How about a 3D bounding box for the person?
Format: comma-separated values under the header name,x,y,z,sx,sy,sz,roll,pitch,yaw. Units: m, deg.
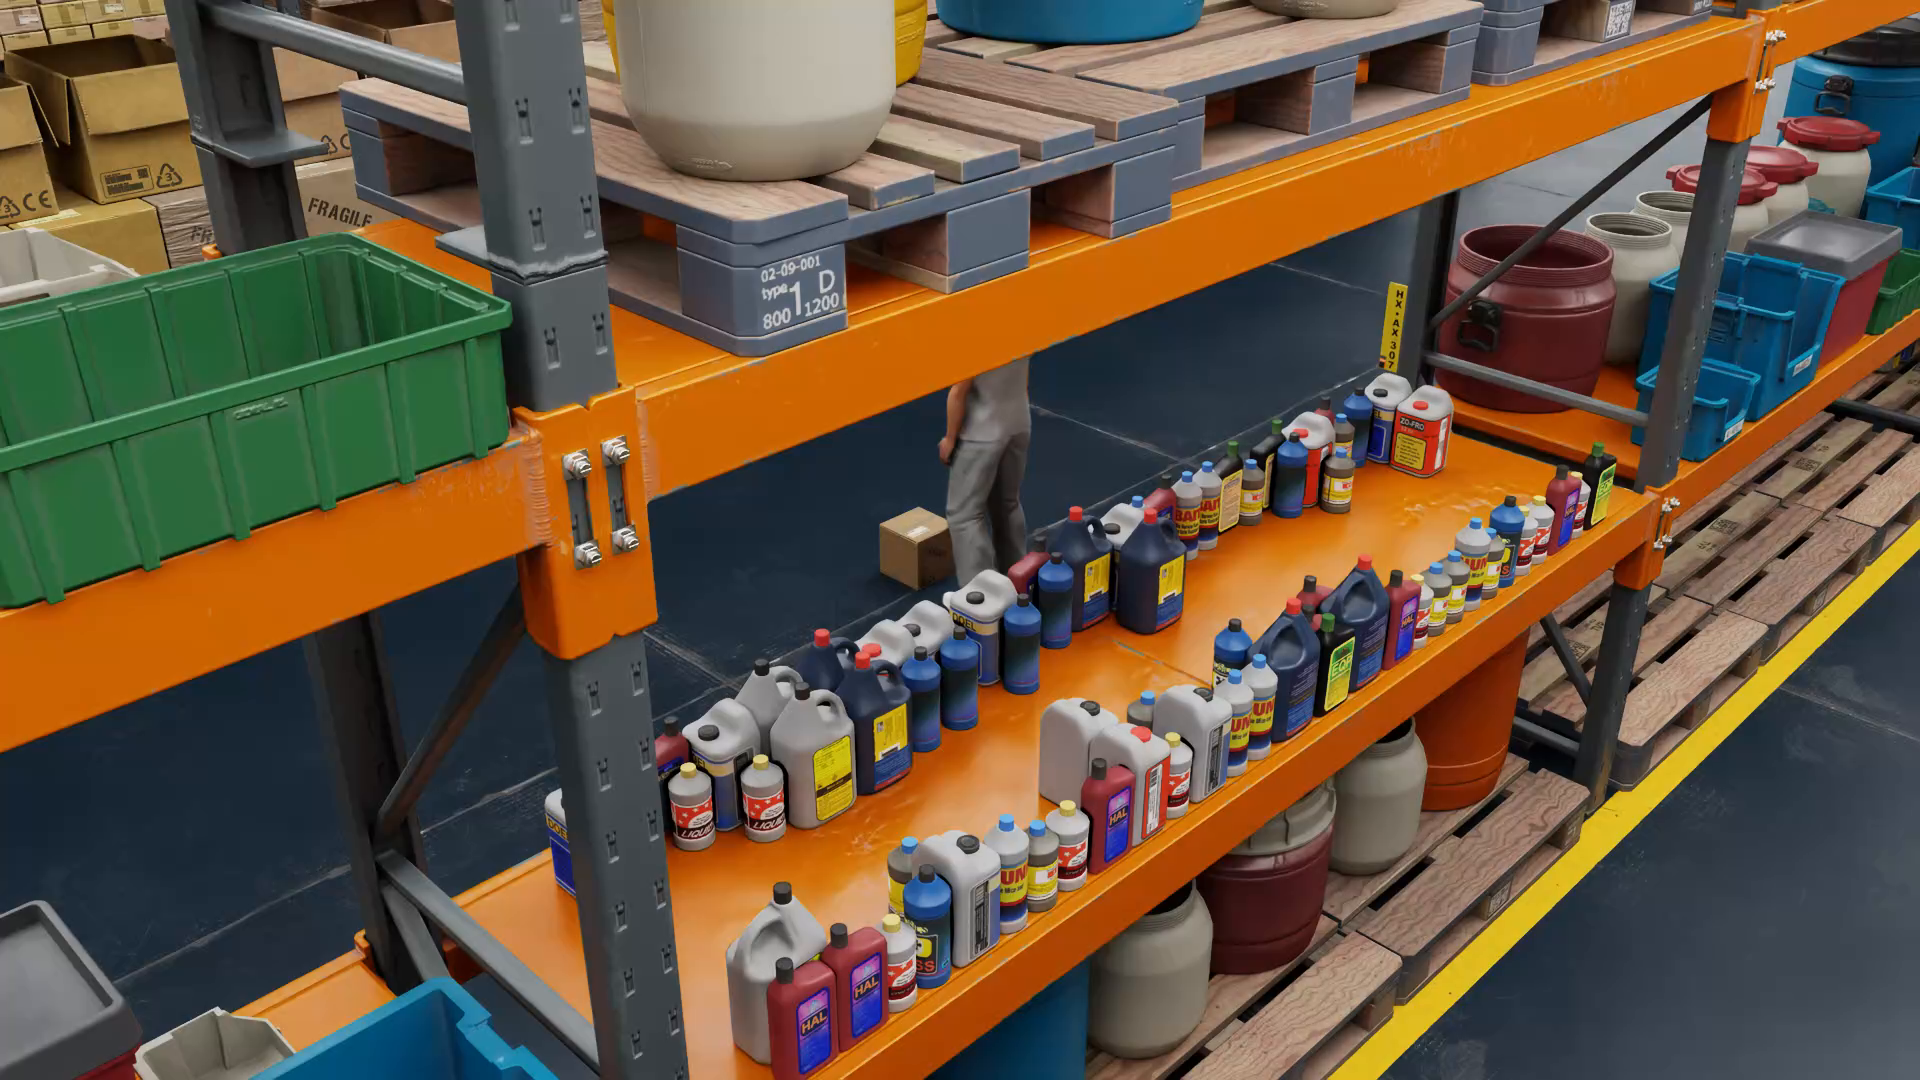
name,x,y,z,sx,sy,sz,roll,pitch,yaw
person,0.124,-0.432,6.952,0.443,1.670,0.368,-25,36,-38
